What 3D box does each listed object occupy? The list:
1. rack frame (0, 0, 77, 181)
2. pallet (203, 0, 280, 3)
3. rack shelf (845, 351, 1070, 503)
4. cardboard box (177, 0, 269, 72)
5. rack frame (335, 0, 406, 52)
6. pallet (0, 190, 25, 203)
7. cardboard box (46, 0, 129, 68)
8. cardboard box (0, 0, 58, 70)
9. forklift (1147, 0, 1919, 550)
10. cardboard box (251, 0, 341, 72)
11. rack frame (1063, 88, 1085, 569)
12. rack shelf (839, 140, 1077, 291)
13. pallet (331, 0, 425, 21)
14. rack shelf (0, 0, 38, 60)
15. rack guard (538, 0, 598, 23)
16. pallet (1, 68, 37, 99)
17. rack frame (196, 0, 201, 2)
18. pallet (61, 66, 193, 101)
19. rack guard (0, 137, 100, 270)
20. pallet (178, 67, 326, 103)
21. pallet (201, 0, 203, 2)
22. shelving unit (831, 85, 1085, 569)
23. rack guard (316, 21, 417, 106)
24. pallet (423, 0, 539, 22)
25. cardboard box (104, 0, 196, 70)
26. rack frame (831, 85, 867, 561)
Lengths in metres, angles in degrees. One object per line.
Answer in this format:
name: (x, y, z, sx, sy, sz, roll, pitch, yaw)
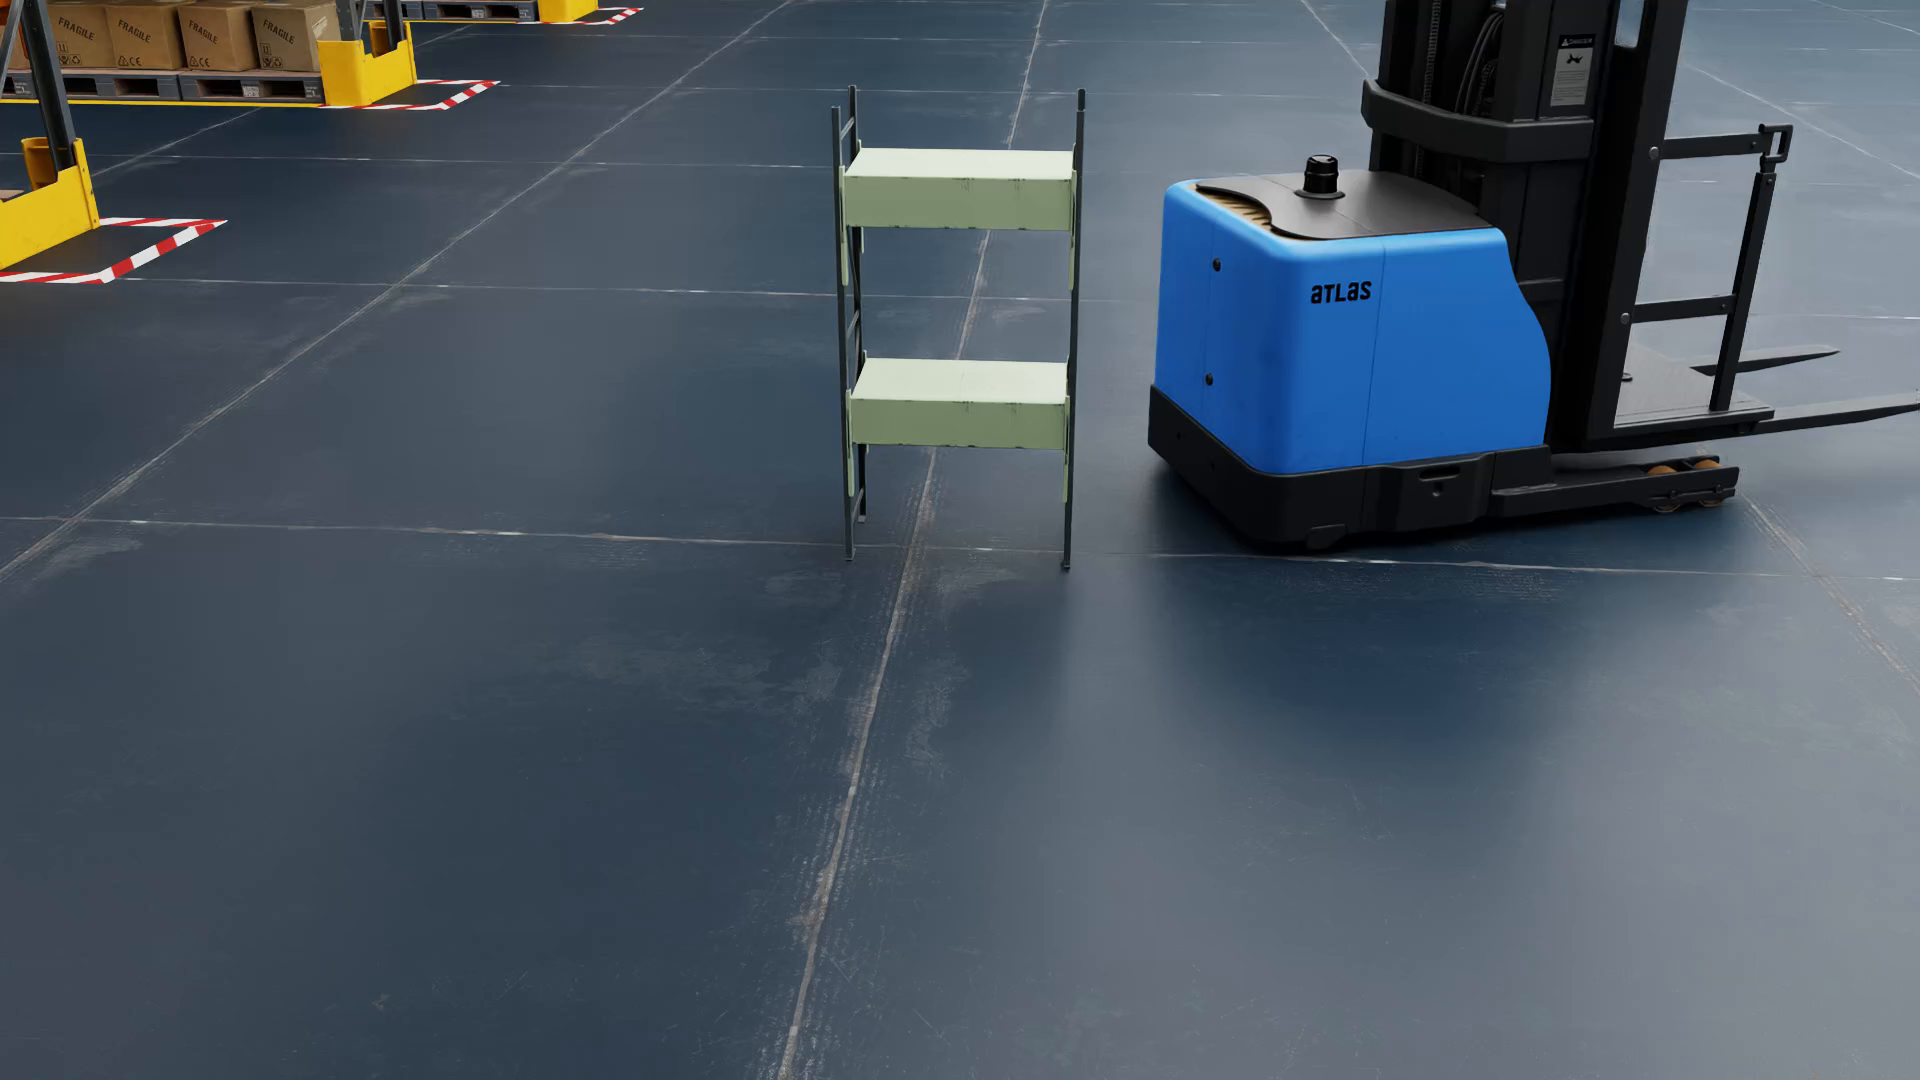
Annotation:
rack frame: (-5.175, -3.004, 8.690, 0.127, 3.000, 1.000, 2, 25, 4)
pallet: (-7.551, -5.937, 18.399, 1.213, 0.211, 1.003, 2, 25, 4)
rack shelf: (0.007, -0.385, 5.572, 0.720, 0.370, 0.431, 2, 25, 4)
cardboard box: (-6.016, -4.155, 13.680, 0.500, 0.500, 0.500, 8, 26, 18)
rack frame: (-4.796, -5.068, 13.176, 0.127, 3.000, 1.000, 2, 25, 4)
pallet: (-6.064, -1.748, 9.297, 1.213, 0.211, 1.003, 2, 25, 4)
cardboard box: (-7.192, -4.220, 13.820, 0.500, 0.500, 0.500, 0, 25, -1)
cardboard box: (-7.817, -4.207, 13.792, 0.500, 0.500, 0.500, 10, 27, 21)
forklift: (2.295, -1.632, 5.791, 3.031, 2.935, 1.130, -7, 26, -15)
cardboard box: (-5.417, -4.151, 13.670, 0.500, 0.500, 0.500, 6, 25, 14)
rack frame: (0.372, -0.669, 5.411, 0.023, 1.500, 0.400, 2, 25, 4)
rack shelf: (0.007, -1.036, 5.273, 0.720, 0.370, 0.431, 2, 25, 4)
pallet: (-6.332, -5.899, 18.317, 1.213, 0.211, 1.003, 2, 25, 4)
rack shelf: (-7.169, -2.741, 8.980, 4.000, 0.370, 1.077, 2, 25, 4)
rack guard: (-4.291, -5.996, 18.183, 0.348, 0.500, 1.175, 2, 25, 4)
pallet: (-8.112, -3.923, 14.023, 1.213, 0.211, 1.003, 2, 25, 4)
rack frame: (-8.304, -7.260, 17.940, 0.127, 3.000, 1.000, 2, 25, 4)
pallet: (-6.892, -3.885, 13.940, 1.213, 0.211, 1.003, 2, 25, 4)
rack guard: (-5.254, -1.851, 9.175, 0.348, 0.500, 1.175, 2, 25, 4)
pallet: (-5.679, -3.845, 13.853, 1.213, 0.211, 1.003, 2, 25, 4)
pallet: (-9.079, -5.987, 18.509, 1.213, 0.211, 1.003, 2, 25, 4)
shelving unit: (0.007, -0.681, 5.436, 0.755, 1.500, 0.431, 2, 25, 4)
rack guard: (-4.872, -3.935, 13.704, 0.348, 0.500, 1.175, 2, 25, 4)
pallet: (-5.119, -5.859, 18.230, 1.213, 0.211, 1.003, 2, 25, 4)
cardboard box: (-6.638, -4.183, 13.741, 0.500, 0.500, 0.500, 4, 25, 9)
rack frame: (-0.358, -0.693, 5.462, 0.023, 1.500, 0.400, 2, 25, 4)
